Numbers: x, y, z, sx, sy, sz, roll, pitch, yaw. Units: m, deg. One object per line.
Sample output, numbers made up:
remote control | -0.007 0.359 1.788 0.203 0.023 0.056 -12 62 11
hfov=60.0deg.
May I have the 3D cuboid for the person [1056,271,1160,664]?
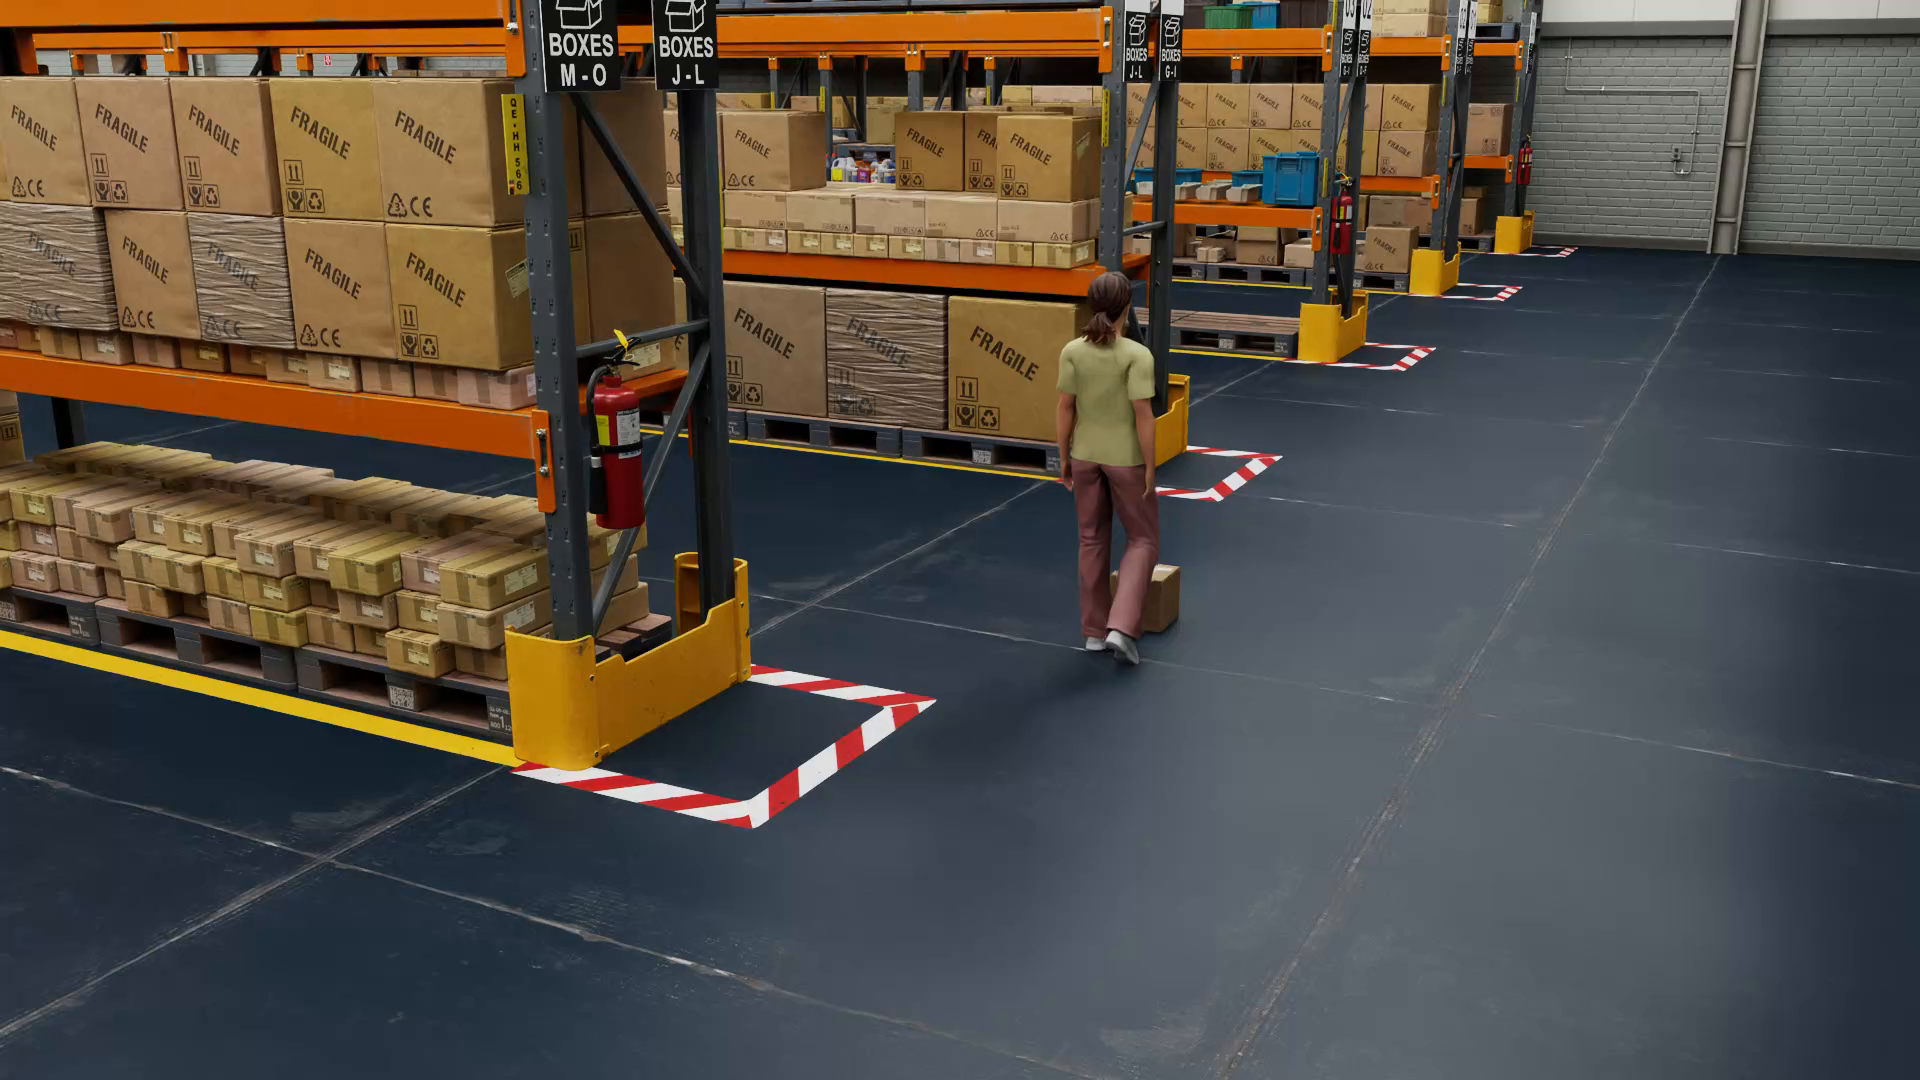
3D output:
person | 0.641 -0.299 7.128 0.449 1.702 0.525 8 18 26
